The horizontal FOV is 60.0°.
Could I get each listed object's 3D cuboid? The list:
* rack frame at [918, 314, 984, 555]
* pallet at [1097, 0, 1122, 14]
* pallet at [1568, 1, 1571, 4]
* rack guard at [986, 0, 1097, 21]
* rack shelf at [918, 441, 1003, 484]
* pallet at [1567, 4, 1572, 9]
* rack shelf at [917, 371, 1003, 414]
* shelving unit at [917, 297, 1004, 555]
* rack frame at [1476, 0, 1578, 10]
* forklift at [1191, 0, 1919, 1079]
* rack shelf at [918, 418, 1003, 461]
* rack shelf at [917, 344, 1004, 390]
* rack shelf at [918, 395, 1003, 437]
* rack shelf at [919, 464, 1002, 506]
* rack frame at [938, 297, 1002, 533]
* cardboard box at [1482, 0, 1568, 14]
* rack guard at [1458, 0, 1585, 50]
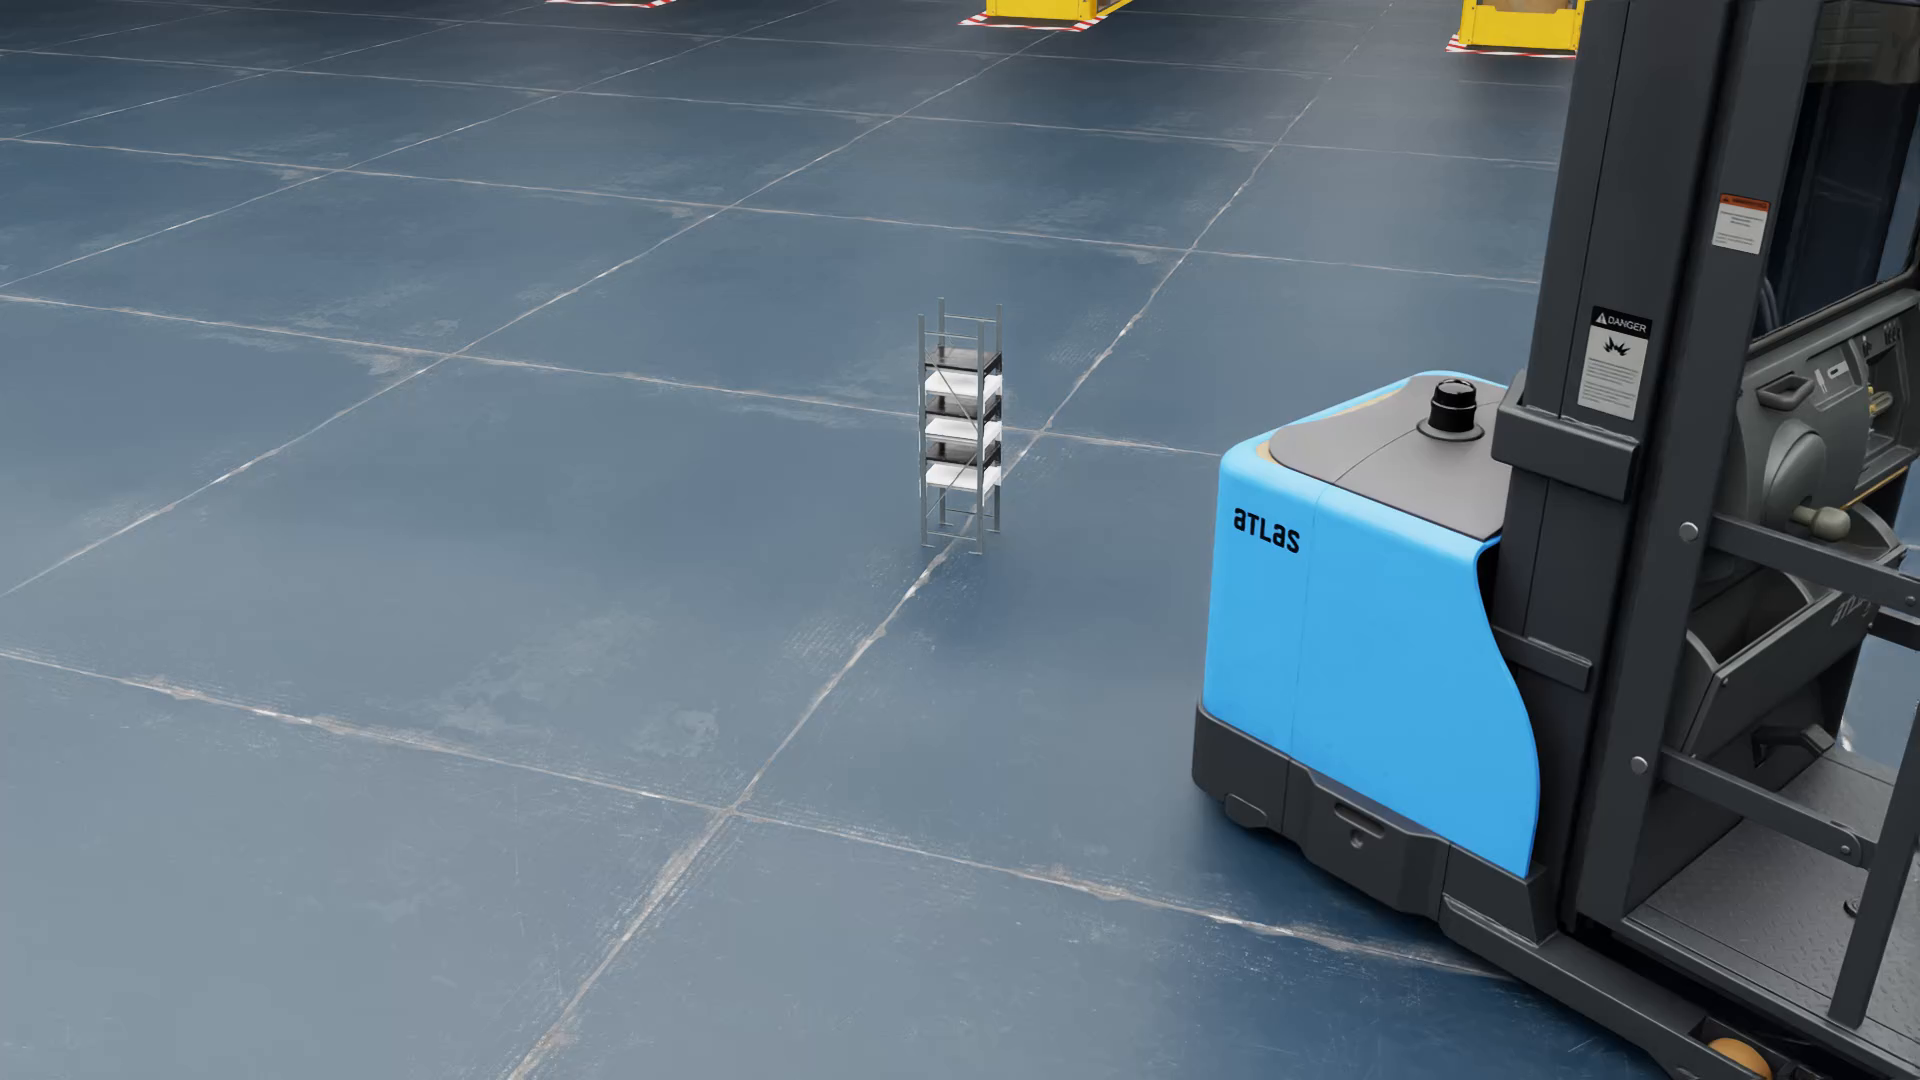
[{"bbox_3d":[-0.031,-0.367,5.974,0.240,0.900,0.006,9,27,17],"label":"rack frame"},{"bbox_3d":[1.178,-6.070,18.545,1.003,0.211,1.213,9,27,17],"label":"pallet"},{"bbox_3d":[6.092,-5.789,17.964,1.003,0.211,1.213,9,27,17],"label":"pallet"},{"bbox_3d":[0.874,-5.871,17.803,1.175,0.500,0.348,9,27,17],"label":"rack guard"},{"bbox_3d":[0.003,-0.297,6.115,0.258,0.077,0.200,9,27,17],"label":"rack shelf"},{"bbox_3d":[5.685,-5.289,16.932,1.003,0.211,1.213,9,27,17],"label":"pallet"},{"bbox_3d":[0.003,-0.540,5.997,0.258,0.077,0.200,9,27,17],"label":"rack shelf"},{"bbox_3d":[0.003,-0.408,6.061,0.258,0.900,0.210,9,27,17],"label":"shelving unit"},{"bbox_3d":[5.492,-6.204,15.622,1.000,3.000,0.127,9,27,17],"label":"rack frame"},{"bbox_3d":[2.004,-0.243,3.389,1.130,2.935,3.031,-21,33,-36],"label":"forklift"},{"bbox_3d":[0.003,-0.378,6.075,0.258,0.077,0.200,9,27,17],"label":"rack shelf"},{"bbox_3d":[0.003,-0.621,5.958,0.258,0.077,0.200,9,27,17],"label":"rack shelf"},{"bbox_3d":[0.003,-0.459,6.036,0.258,0.077,0.200,9,27,17],"label":"rack shelf"},{"bbox_3d":[0.003,-0.216,6.154,0.258,0.077,0.200,9,27,17],"label":"rack shelf"},{"bbox_3d":[0.037,-0.450,6.147,0.240,0.900,0.006,9,27,17],"label":"rack frame"},{"bbox_3d":[5.656,-5.725,16.589,0.875,0.875,0.875,9,27,18],"label":"cardboard box"},{"bbox_3d":[5.484,-5.070,16.147,1.175,0.500,0.348,9,27,17],"label":"rack guard"}]
